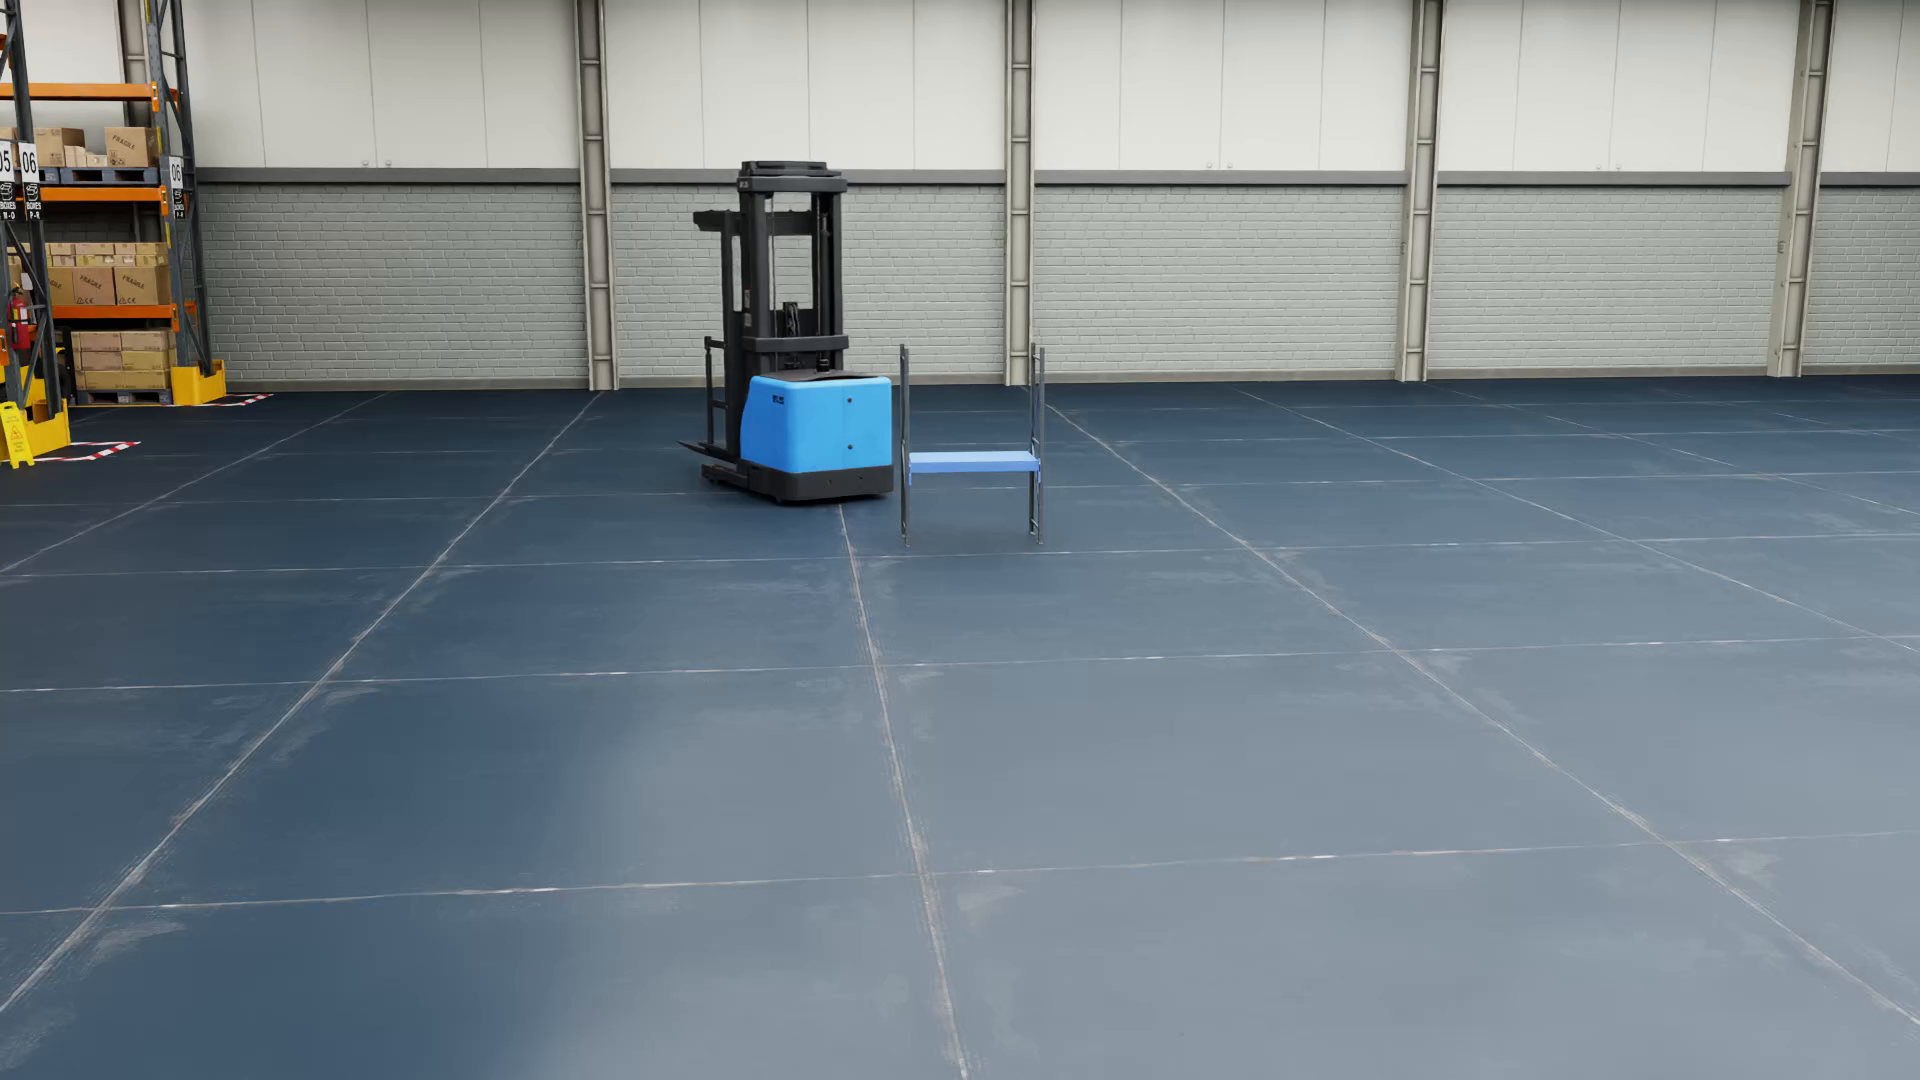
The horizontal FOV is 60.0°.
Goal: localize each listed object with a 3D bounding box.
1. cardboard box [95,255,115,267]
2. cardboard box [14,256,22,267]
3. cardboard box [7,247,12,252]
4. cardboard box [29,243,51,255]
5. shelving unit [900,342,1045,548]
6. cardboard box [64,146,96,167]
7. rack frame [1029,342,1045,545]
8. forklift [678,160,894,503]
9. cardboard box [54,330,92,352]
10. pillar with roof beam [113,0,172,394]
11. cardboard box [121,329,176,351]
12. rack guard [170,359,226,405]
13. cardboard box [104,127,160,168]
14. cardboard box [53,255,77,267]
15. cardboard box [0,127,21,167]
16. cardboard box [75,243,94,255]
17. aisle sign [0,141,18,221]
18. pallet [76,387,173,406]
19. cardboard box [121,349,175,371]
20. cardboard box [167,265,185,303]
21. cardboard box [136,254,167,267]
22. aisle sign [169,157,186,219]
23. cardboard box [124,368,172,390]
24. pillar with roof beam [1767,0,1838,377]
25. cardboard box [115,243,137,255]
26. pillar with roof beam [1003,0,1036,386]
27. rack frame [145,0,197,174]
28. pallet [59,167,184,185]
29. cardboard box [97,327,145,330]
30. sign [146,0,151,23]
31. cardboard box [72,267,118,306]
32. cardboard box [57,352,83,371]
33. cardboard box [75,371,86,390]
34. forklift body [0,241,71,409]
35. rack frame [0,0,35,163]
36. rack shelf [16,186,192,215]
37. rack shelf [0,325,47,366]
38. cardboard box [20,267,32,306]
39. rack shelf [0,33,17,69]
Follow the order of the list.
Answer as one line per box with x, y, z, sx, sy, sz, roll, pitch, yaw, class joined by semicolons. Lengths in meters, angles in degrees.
-11.117;-3.661;21.776;0.250;0.149;0.380;-1;11;-5;cardboard box
-12.132;-3.647;21.701;0.250;0.149;0.380;-1;11;-6;cardboard box
-12.397;-3.790;21.659;0.250;0.149;0.380;-1;11;-6;cardboard box
-11.878;-3.779;21.604;0.250;0.149;0.380;-1;11;-5;cardboard box
0.085;-0.738;12.732;1.048;1.500;0.538;-1;11;-6;shelving unit
-11.330;-4.940;21.444;0.258;0.266;0.396;-1;11;-6;cardboard box
0.590;-0.748;12.786;0.032;1.500;0.500;-1;11;-6;rack frame
-1.776;-1.997;15.427;1.130;2.935;3.031;-7;13;-30;forklift
-11.719;-2.614;21.834;0.500;0.250;0.500;-1;11;-5;cardboard box
-10.612;-5.636;18.209;0.400;9.000;9.100;-1;11;-6;pillar with roof beam
-10.711;-2.638;21.957;0.500;0.250;0.500;-1;11;-4;cardboard box
-10.263;-2.134;22.426;0.348;0.500;1.175;-1;11;-6;rack guard
-10.701;-5.080;21.548;0.500;0.500;0.500;-1;11;-4;cardboard box
-11.625;-3.644;21.686;0.250;0.149;0.380;-2;11;-8;cardboard box
-12.316;-5.074;21.512;0.637;0.503;0.797;-1;11;-4;cardboard box
-11.375;-3.812;21.773;0.250;0.149;0.380;-1;11;-6;cardboard box
-9.654;-3.629;16.813;0.004;0.787;0.394;-1;11;-6;aisle sign
-11.043;-1.968;22.329;1.213;0.211;1.003;-1;11;-6;pallet
-10.737;-2.392;22.002;0.500;0.250;0.500;-1;11;-7;cardboard box
-10.810;-3.452;22.391;0.500;0.500;0.500;-1;11;-4;cardboard box
-10.602;-3.666;21.800;0.250;0.149;0.380;-1;11;-5;cardboard box
-10.190;-4.580;21.652;0.004;0.787;0.394;-1;11;-6;aisle sign
-10.720;-2.146;22.049;0.500;0.250;0.500;-1;11;-6;cardboard box
13.248;-6.136;20.752;0.400;9.000;9.100;-1;11;-6;pillar with roof beam
-10.862;-3.814;21.781;0.250;0.149;0.380;-1;11;-6;cardboard box
1.318;-5.886;19.481;0.400;9.000;9.100;-1;11;-6;pillar with roof beam
-10.287;-6.303;21.603;0.127;3.000;1.000;-1;11;-6;rack frame
-10.993;-4.778;21.851;1.213;0.211;1.003;-1;11;-6;pallet
-11.282;-2.722;22.387;0.500;0.250;0.500;-1;11;-6;cardboard box
-10.243;-6.696;20.975;0.005;0.325;0.100;-1;11;-6;sign
-11.265;-3.339;21.818;0.500;0.500;0.500;-1;11;-4;cardboard box
-11.748;-2.369;21.884;0.500;0.250;0.500;-1;11;-7;cardboard box
-11.714;-2.129;21.961;0.500;0.250;0.500;-1;11;-5;cardboard box
-11.975;-2.554;20.283;1.214;2.155;2.313;-1;11;-6;forklift body
-9.747;-5.352;16.762;0.127;3.000;1.000;-1;11;-6;rack frame
-12.275;-4.437;21.750;4.000;0.370;1.077;-1;11;-6;rack shelf
-11.736;-2.013;17.198;4.000;0.370;1.077;-1;11;-6;rack shelf
-12.273;-3.316;21.699;0.500;0.500;0.500;-1;11;-6;cardboard box
-11.736;-4.955;16.619;4.000;0.370;1.077;-1;11;-6;rack shelf
